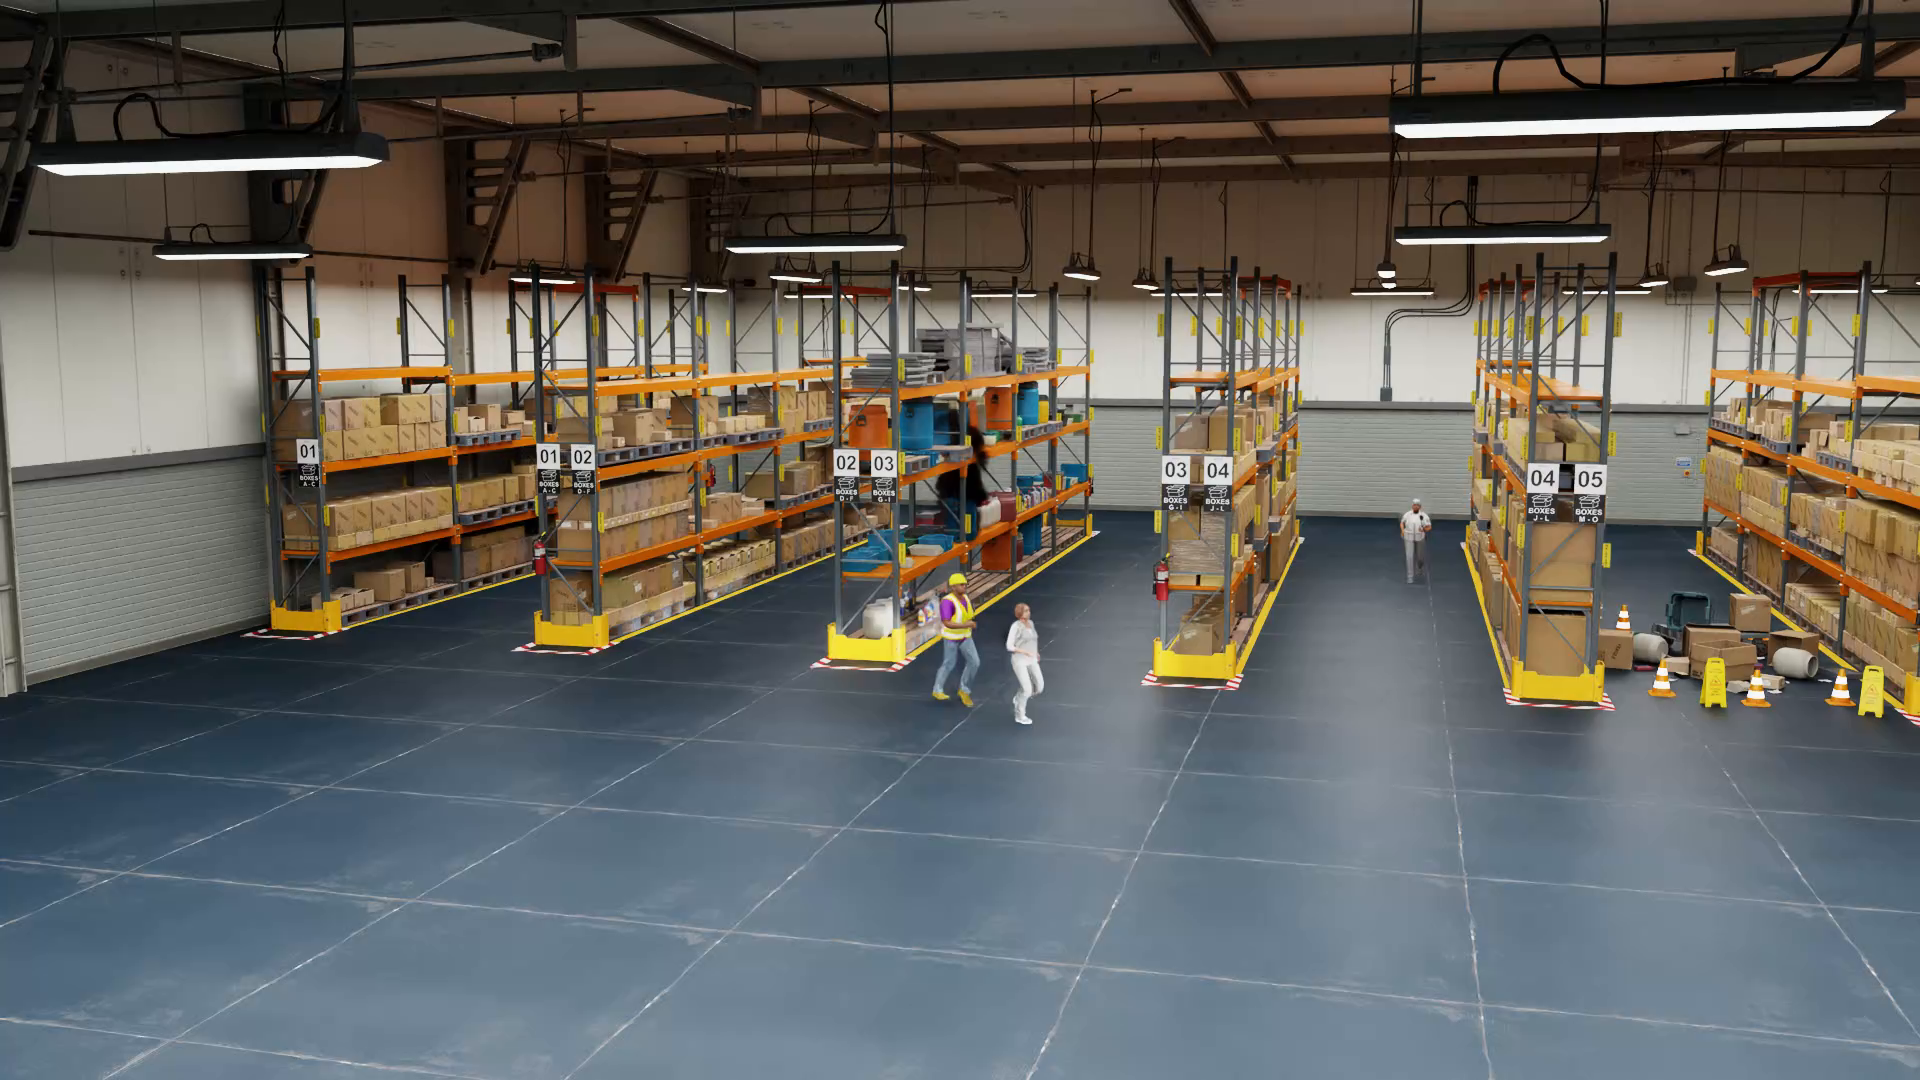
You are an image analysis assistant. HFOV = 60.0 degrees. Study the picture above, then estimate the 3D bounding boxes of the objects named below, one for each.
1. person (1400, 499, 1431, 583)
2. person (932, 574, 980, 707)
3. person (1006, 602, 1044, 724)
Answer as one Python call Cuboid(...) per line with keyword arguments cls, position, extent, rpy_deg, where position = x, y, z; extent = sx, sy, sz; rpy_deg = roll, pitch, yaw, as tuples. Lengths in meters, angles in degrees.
Cuboid(cls="person", position=(9.028, 0.003, 33.004), extent=(0.619, 1.637, 0.862), rpy_deg=(2, 8, 18))
Cuboid(cls="person", position=(-0.027, 1.339, 22.103), extent=(0.823, 1.807, 0.668), rpy_deg=(7, 10, 42))
Cuboid(cls="person", position=(0.832, 1.566, 21.091), extent=(0.529, 1.548, 0.551), rpy_deg=(-7, 10, -43))
